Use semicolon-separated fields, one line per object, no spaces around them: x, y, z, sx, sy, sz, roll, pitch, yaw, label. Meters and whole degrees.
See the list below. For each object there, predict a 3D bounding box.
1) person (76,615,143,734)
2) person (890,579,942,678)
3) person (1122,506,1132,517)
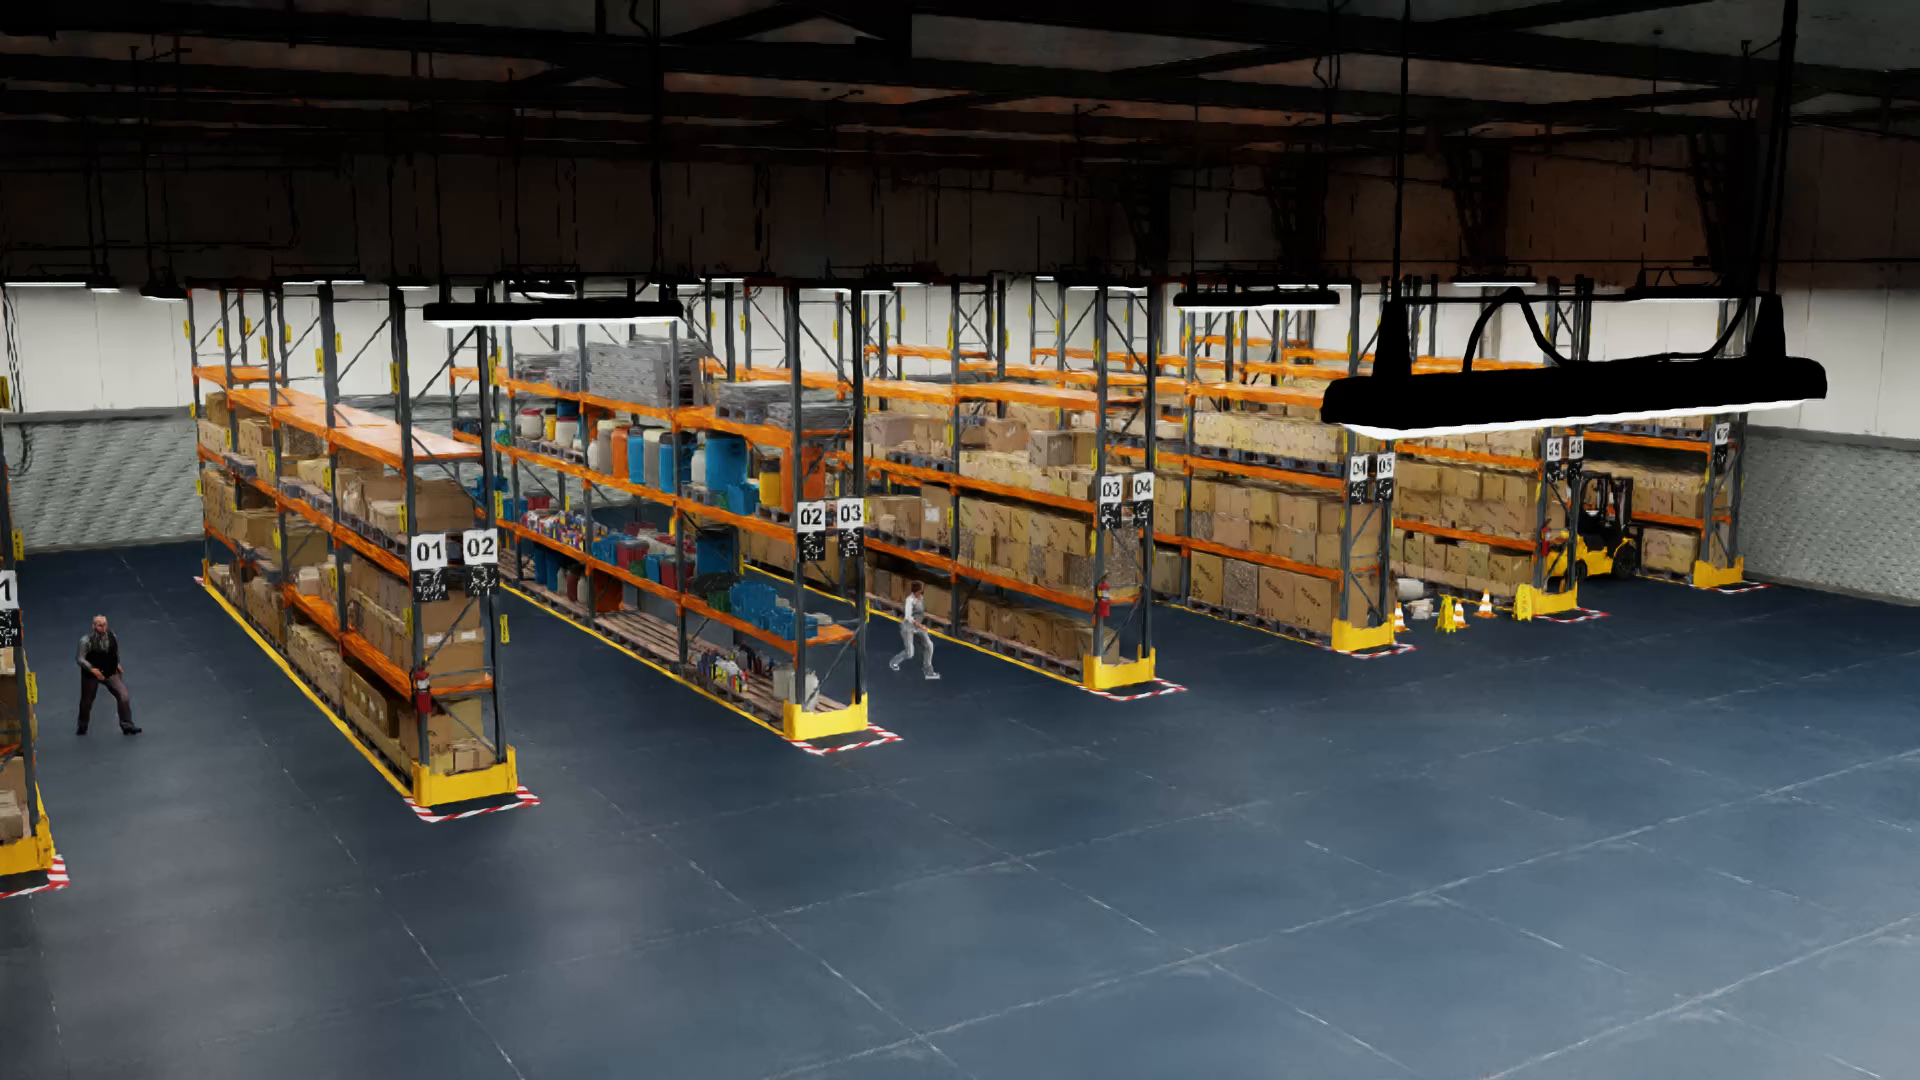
-11.516;1.801;22.287;0.842;1.664;0.674;8;12;40;person
-0.693;1.317;24.722;0.717;1.514;0.556;7;12;35;person
2.880;0.180;30.432;0.724;1.607;0.533;-6;11;-33;person
